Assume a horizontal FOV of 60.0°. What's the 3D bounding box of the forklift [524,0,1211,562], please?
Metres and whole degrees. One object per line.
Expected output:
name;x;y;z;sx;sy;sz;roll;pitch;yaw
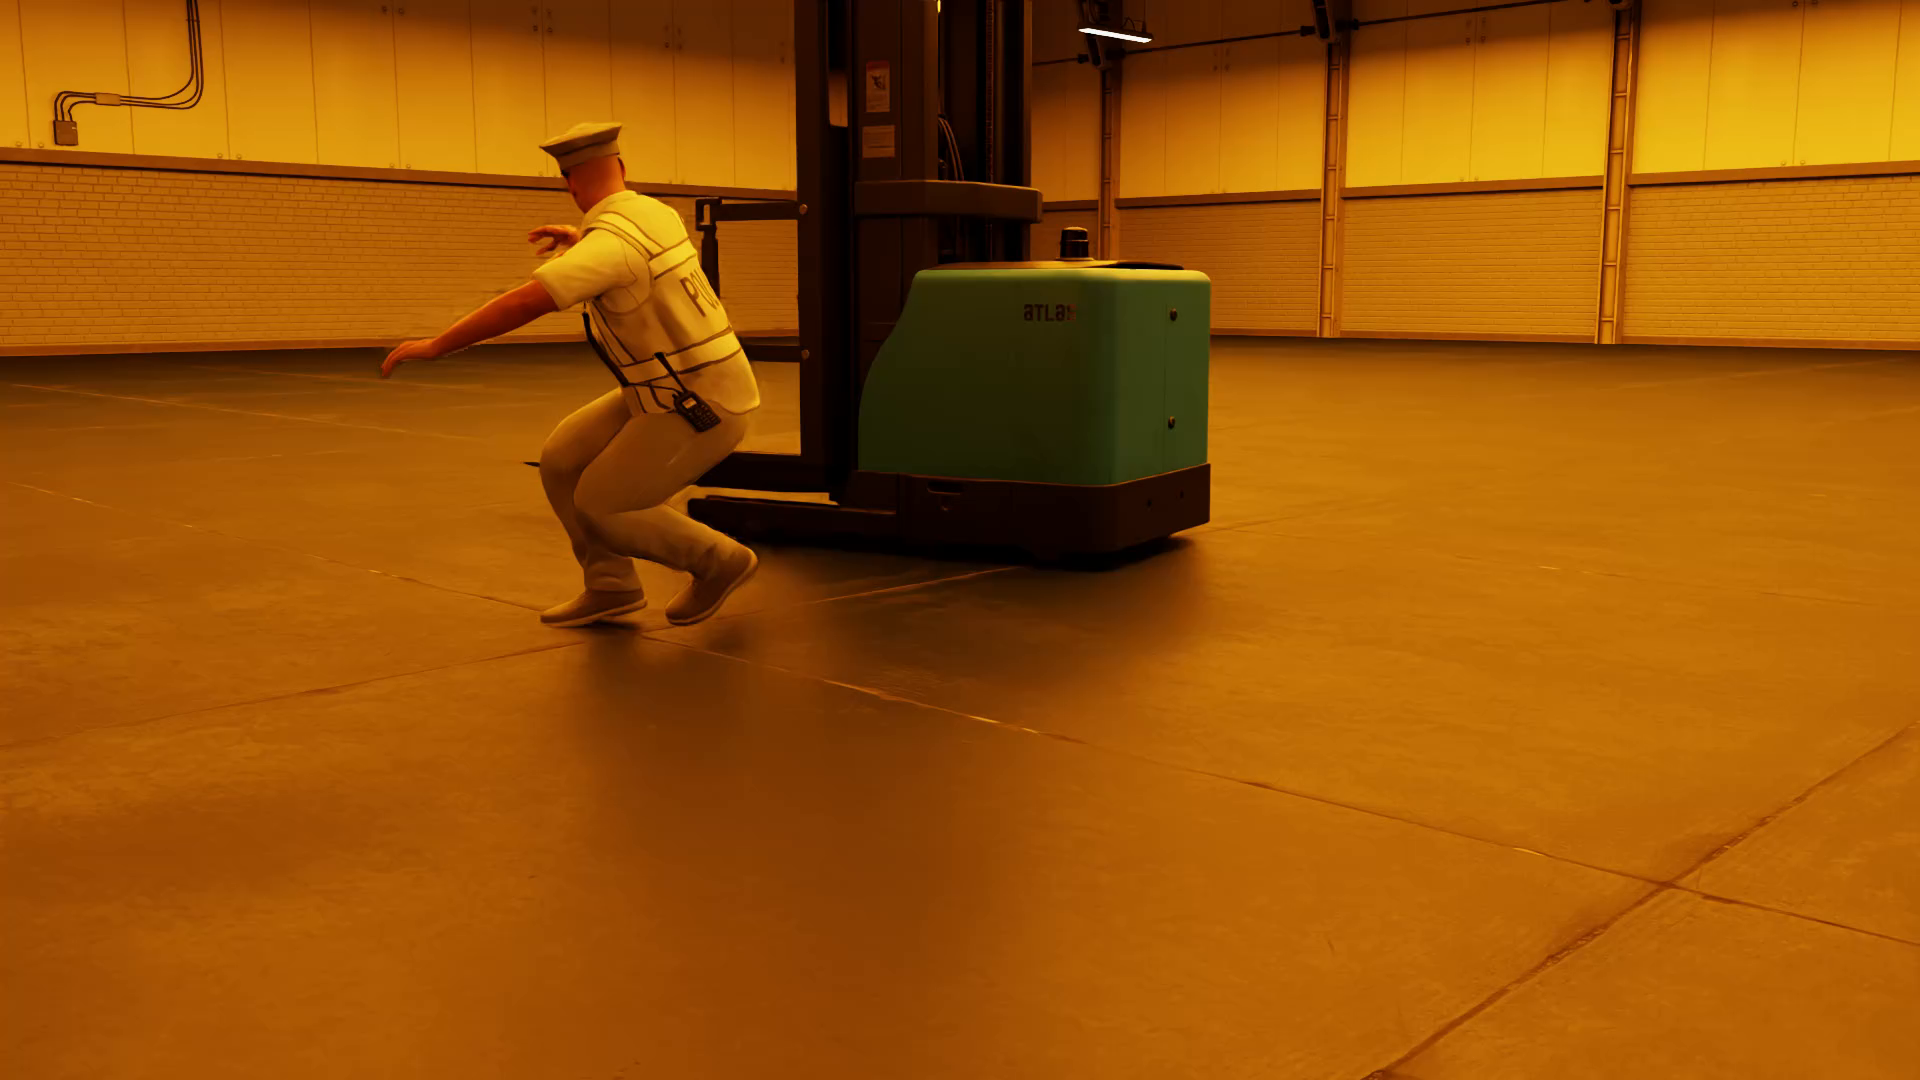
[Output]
forklift;-0.519;-1.509;6.896;3.031;2.935;1.130;5;10;31
